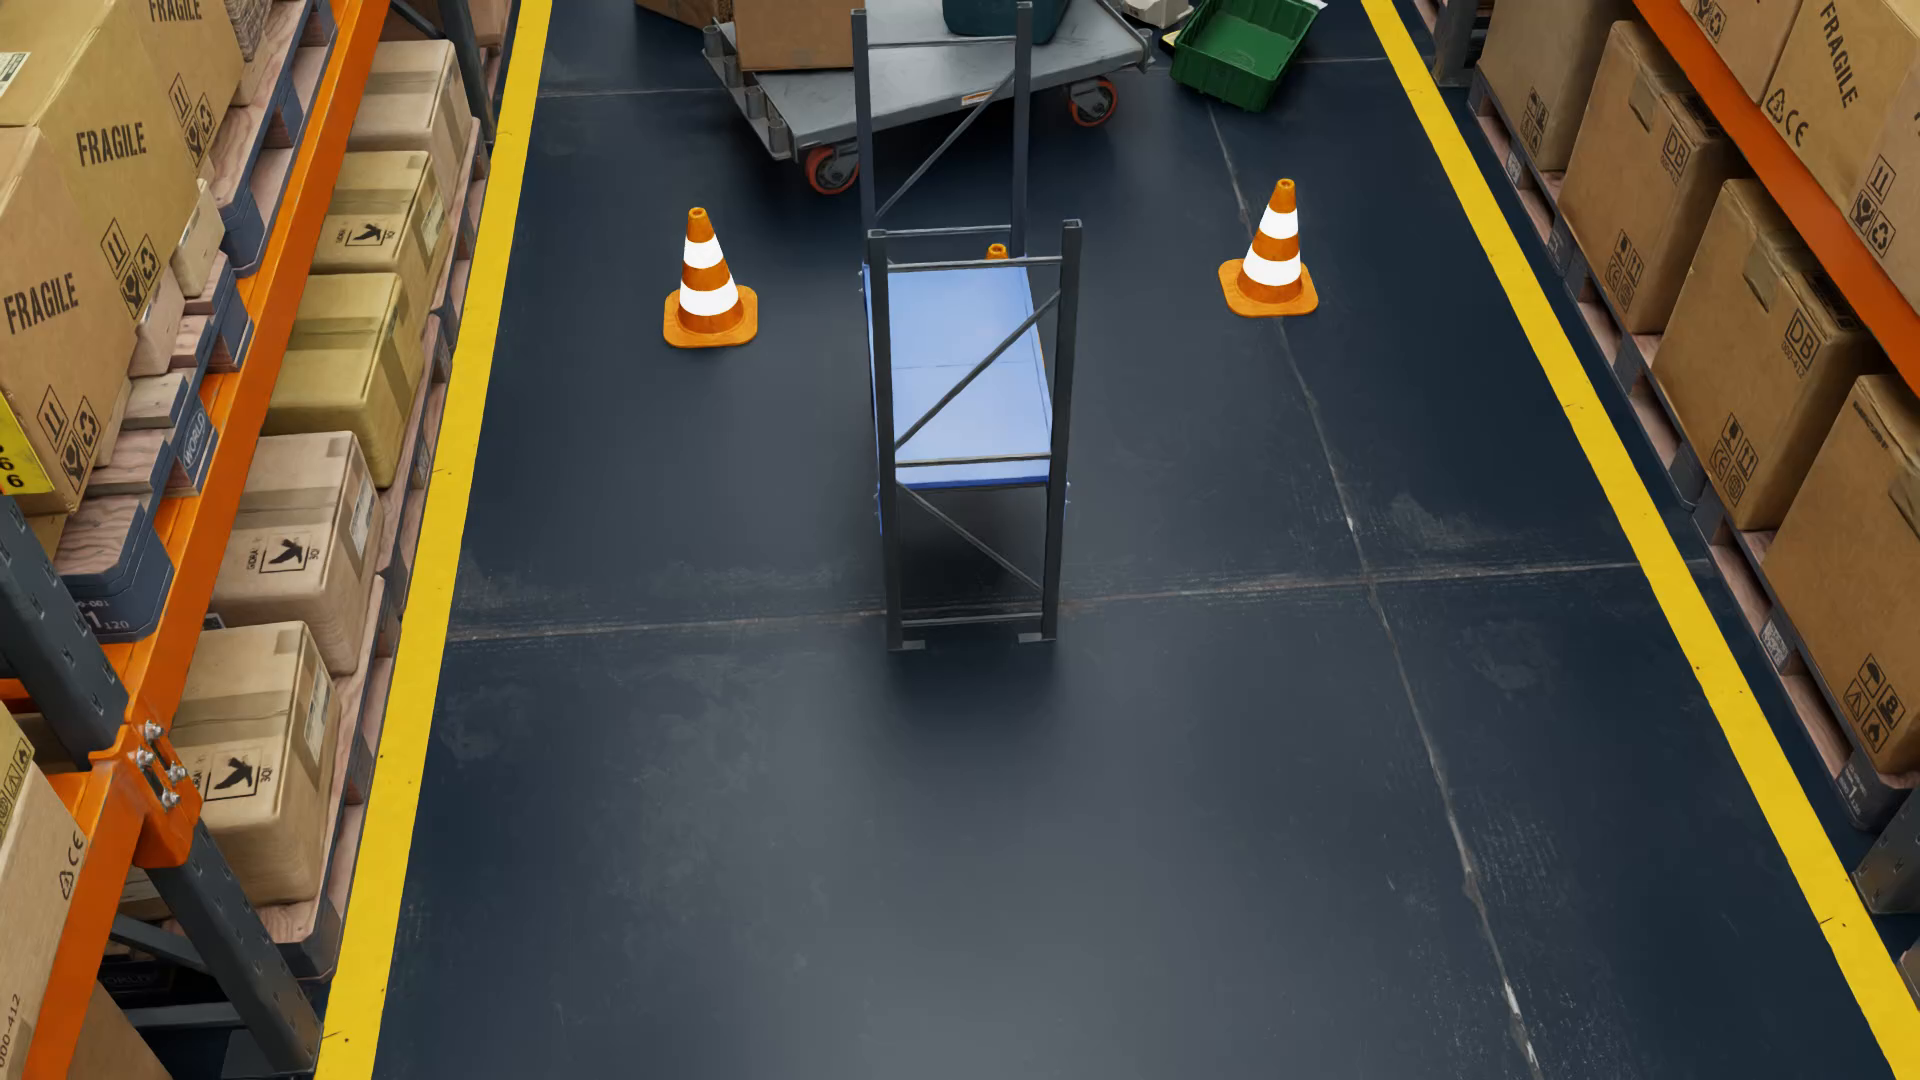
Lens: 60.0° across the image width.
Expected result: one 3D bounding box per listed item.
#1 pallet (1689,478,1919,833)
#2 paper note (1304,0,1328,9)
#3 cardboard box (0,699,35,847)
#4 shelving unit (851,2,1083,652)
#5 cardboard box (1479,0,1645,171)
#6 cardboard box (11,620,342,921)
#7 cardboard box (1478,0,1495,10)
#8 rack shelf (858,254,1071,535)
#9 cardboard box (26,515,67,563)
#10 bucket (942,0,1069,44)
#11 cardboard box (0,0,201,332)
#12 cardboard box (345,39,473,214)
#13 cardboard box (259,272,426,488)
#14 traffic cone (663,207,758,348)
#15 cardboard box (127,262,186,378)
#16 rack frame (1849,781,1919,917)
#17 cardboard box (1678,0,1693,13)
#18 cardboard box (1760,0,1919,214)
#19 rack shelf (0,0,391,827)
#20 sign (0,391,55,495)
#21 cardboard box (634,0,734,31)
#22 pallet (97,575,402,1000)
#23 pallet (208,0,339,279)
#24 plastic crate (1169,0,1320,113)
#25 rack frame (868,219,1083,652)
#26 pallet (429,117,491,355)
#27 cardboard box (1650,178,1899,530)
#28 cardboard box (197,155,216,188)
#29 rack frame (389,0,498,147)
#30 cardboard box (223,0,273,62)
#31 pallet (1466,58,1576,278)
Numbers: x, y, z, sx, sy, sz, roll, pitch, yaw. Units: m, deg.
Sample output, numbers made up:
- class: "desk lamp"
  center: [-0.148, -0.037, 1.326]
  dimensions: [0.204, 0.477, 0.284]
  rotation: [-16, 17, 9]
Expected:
- class: "pallet"
  center: [2.870, 0.257, 4.862]
  dimensions: [1.003, 0.211, 1.213]
  rotation: [-3, 47, -3]
- class: "paper note"
  center: [1.567, -2.432, 7.532]
  dimensions: [0.147, 0.020, 0.142]
  rotation: [-36, 56, -29]
- class: "cardboard box"
  center: [-1.770, 0.461, 2.506]
  dimensions: [0.500, 0.250, 0.500]
  rotation: [-4, 47, -3]
- class: "shelving unit"
  center: [-0.007, -0.577, 4.764]
  dimensions: [0.538, 1.500, 1.048]
  rotation: [-3, 47, -3]
- class: "cardboard box"
  center: [2.667, -1.949, 6.290]
  dimensions: [1.050, 0.750, 0.750]
  rotation: [-4, 47, -3]
- class: "cardboard box"
  center: [-2.101, 0.596, 4.140]
  dimensions: [0.950, 0.372, 0.625]
  rotation: [-6, 47, -6]
- class: "cardboard box"
  center: [2.543, -2.894, 7.099]
  dimensions: [0.875, 0.875, 0.875]
  rotation: [-3, 47, -3]
- class: "rack shelf"
  center: [-0.007, -0.454, 4.895]
  dimensions: [0.538, 0.185, 1.000]
  rotation: [-3, 47, -3]
- class: "cardboard box"
  center: [-1.906, -0.058, 3.123]
  dimensions: [0.380, 0.149, 0.250]
  rotation: [-6, 47, -6]
- class: "bucket"
  center: [0.217, -2.377, 6.643]
  dimensions: [0.726, 0.611, 0.620]
  rotation: [11, 58, 10]
- class: "cardboard box"
  center: [-1.921, -0.751, 3.332]
  dimensions: [0.500, 0.500, 0.500]
  rotation: [-1, 47, -1]
- class: "cardboard box"
  center: [-2.352, -1.509, 6.134]
  dimensions: [0.950, 0.372, 0.625]
  rotation: [-3, 47, -3]
- class: "cardboard box"
  center: [-2.229, -0.486, 5.165]
  dimensions: [0.950, 0.372, 0.625]
  rotation: [-2, 47, -2]
- class: "traffic cone"
  center: [-0.900, -0.963, 5.843]
  dimensions: [0.336, 0.463, 0.334]
  rotation: [-3, 47, -3]
- class: "cardboard box"
  center: [-1.873, -0.465, 3.508]
  dimensions: [0.380, 0.149, 0.250]
  rotation: [-6, 47, -6]
- class: "rack frame"
  center: [2.861, -0.127, 3.305]
  dimensions: [1.000, 3.000, 0.127]
  rotation: [-3, 47, -3]
- class: "cardboard box"
  center: [2.384, -1.932, 4.945]
  dimensions: [0.500, 0.500, 0.500]
  rotation: [-4, 47, -4]
- class: "cardboard box"
  center: [2.473, -1.194, 4.246]
  dimensions: [0.500, 0.500, 0.500]
  rotation: [-4, 47, -4]
- class: "rack shelf"
  center: [-2.231, -0.953, 4.582]
  dimensions: [1.077, 0.370, 4.000]
  rotation: [-3, 47, -3]
- class: "sign"
  center: [-1.511, -0.188, 2.564]
  dimensions: [0.100, 0.325, 0.005]
  rotation: [-3, 47, -3]
- class: "cardboard box"
  center: [-1.132, -2.647, 7.411]
  dimensions: [0.500, 0.500, 0.500]
  rotation: [27, 52, 23]
- class: "pallet"
  center: [-2.128, 0.640, 4.498]
  dimensions: [1.003, 0.211, 1.213]
  rotation: [-3, 47, -3]
- class: "pallet"
  center: [-2.270, -1.117, 4.374]
  dimensions: [1.003, 0.211, 1.213]
  rotation: [-3, 47, -3]
- class: "plastic crate"
  center: [1.206, -2.120, 7.089]
  dimensions: [0.450, 0.188, 0.662]
  rotation: [25, 51, 9]
- class: "rack frame"
  center: [0.035, -0.210, 4.416]
  dimensions: [0.500, 1.500, 0.032]
  rotation: [-3, 47, -3]
- class: "pallet"
  center: [-2.332, -1.125, 6.170]
  dimensions: [1.003, 0.211, 1.213]
  rotation: [-3, 47, -3]
- class: "cardboard box"
  center: [2.823, -0.577, 4.990]
  dimensions: [1.050, 0.750, 0.750]
  rotation: [-3, 47, -3]
- class: "cardboard box"
  center: [-1.973, -0.835, 3.859]
  dimensions: [0.380, 0.149, 0.250]
  rotation: [-1, 47, -1]
- class: "rack frame"
  center: [-2.398, -2.647, 5.691]
  dimensions: [1.000, 3.000, 0.127]
  rotation: [-3, 47, -3]
- class: "cardboard box"
  center: [-2.007, -1.497, 4.039]
  dimensions: [0.500, 0.500, 0.500]
  rotation: [-5, 47, -5]
- class: "pallet"
  center: [2.665, -1.509, 6.534]
  dimensions: [1.003, 0.211, 1.213]
  rotation: [-3, 47, -3]
